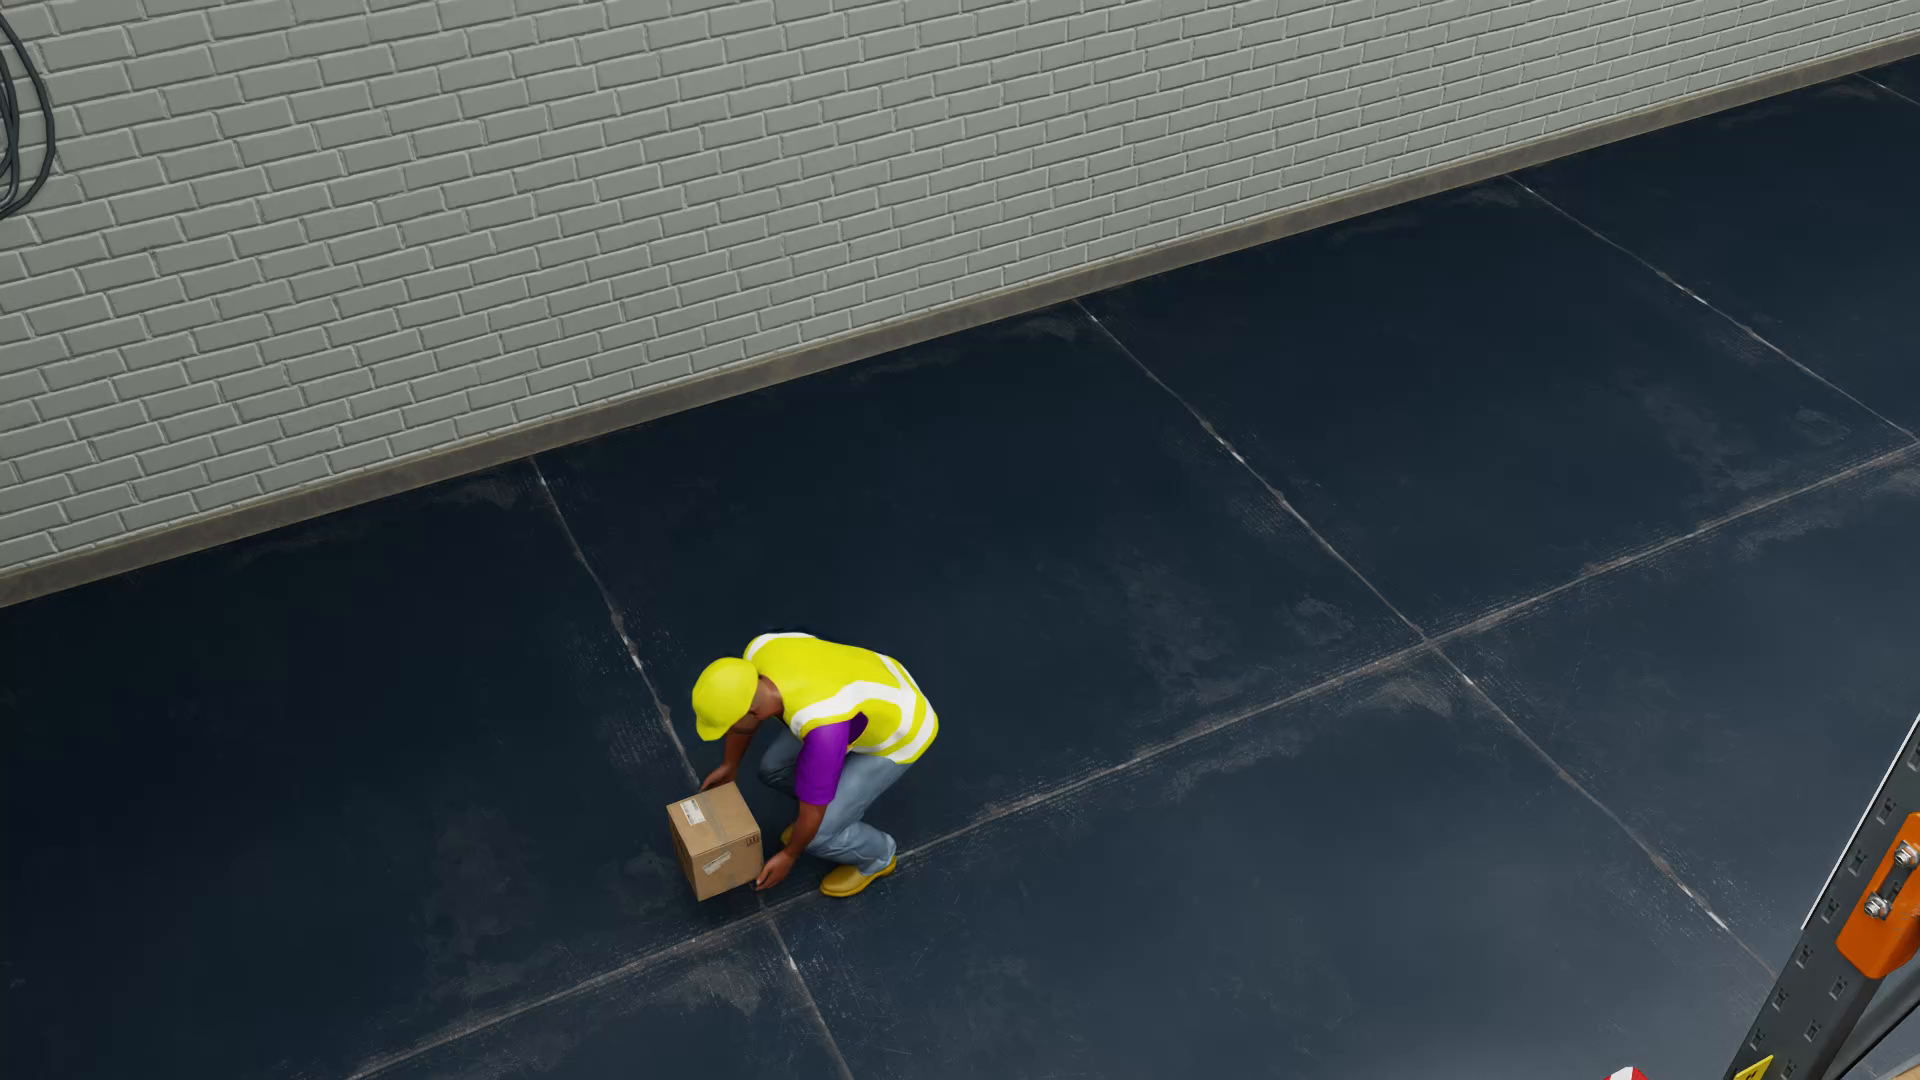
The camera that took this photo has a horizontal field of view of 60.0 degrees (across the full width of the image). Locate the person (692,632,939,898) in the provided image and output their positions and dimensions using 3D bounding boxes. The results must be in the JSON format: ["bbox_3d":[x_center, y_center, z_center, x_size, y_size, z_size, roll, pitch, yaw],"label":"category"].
[{"bbox_3d":[-0.476,0.751,5.706,0.839,1.206,0.620,-19,44,-20],"label":"person"}]
